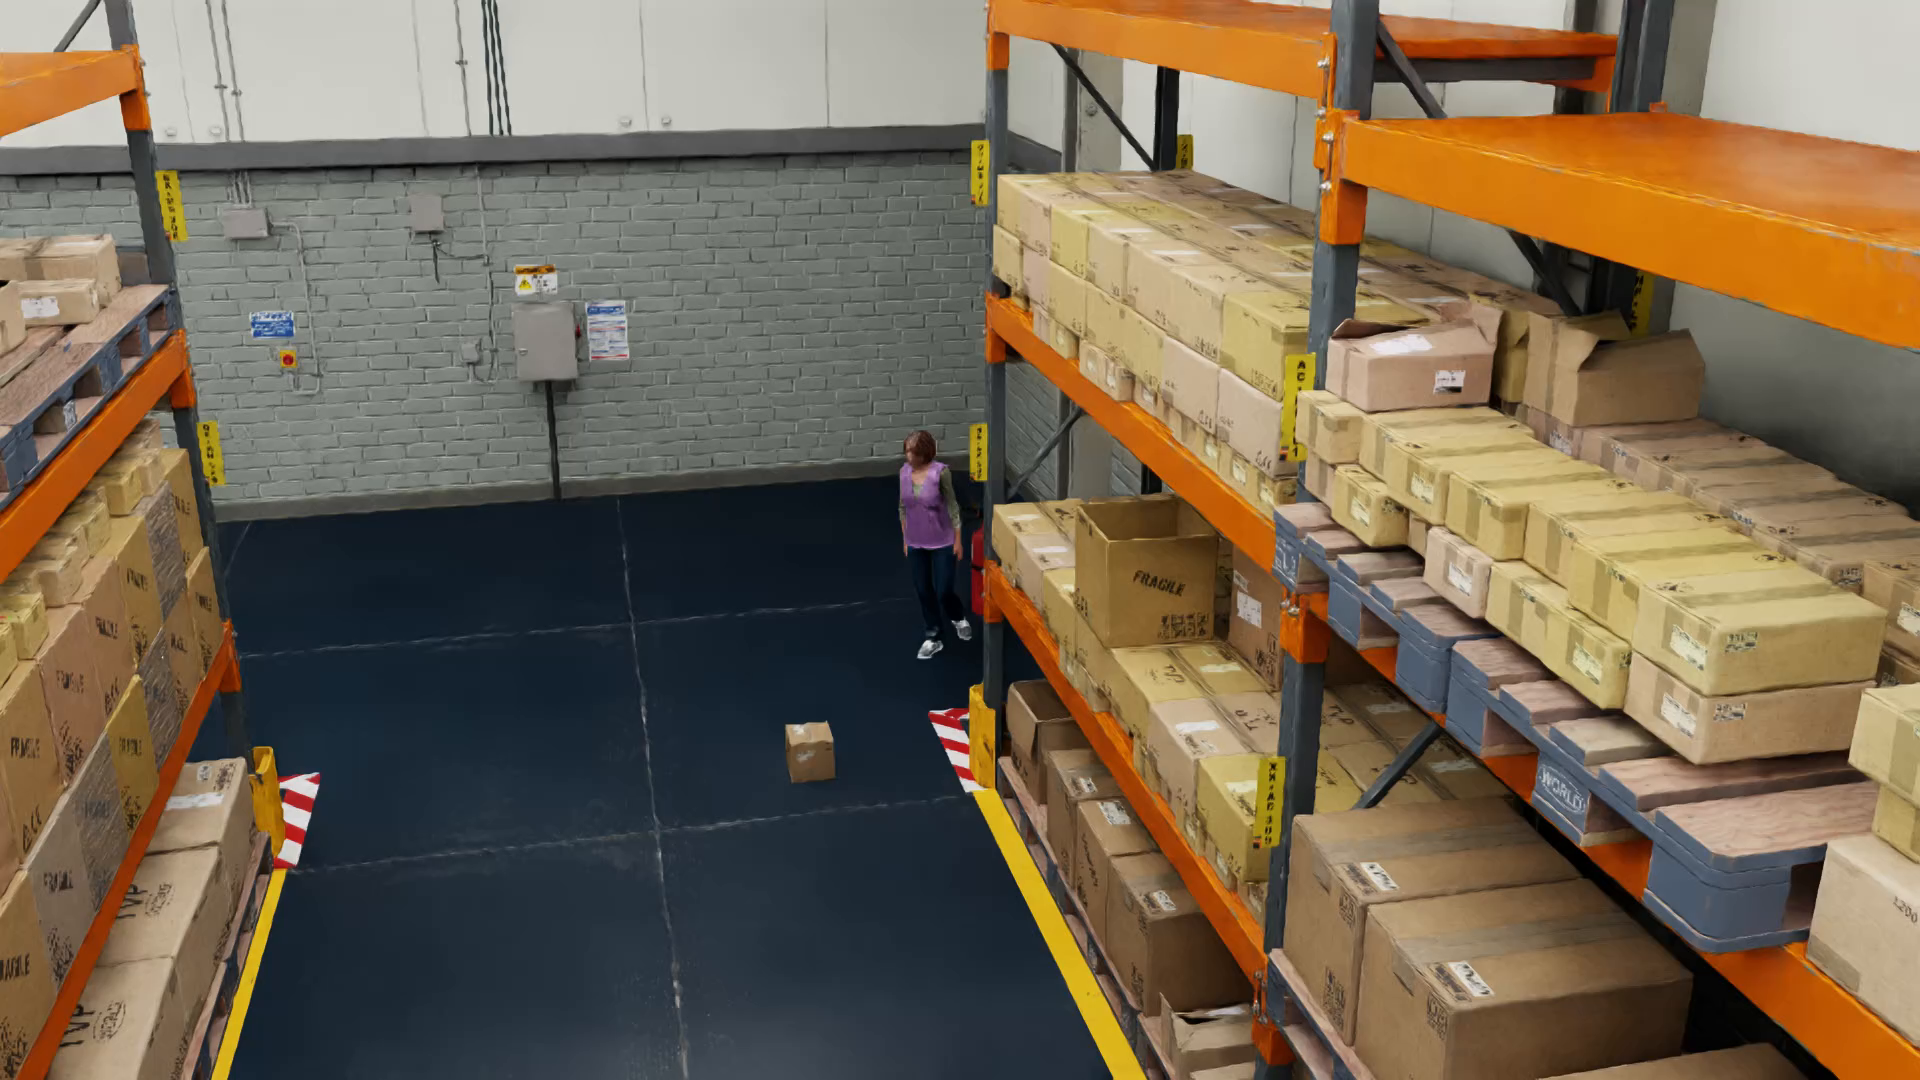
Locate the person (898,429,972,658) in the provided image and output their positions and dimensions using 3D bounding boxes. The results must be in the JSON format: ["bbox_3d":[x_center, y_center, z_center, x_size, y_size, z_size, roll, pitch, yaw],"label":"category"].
[{"bbox_3d":[-0.166,0.007,11.061,0.469,1.591,0.487,9,22,23],"label":"person"}]
